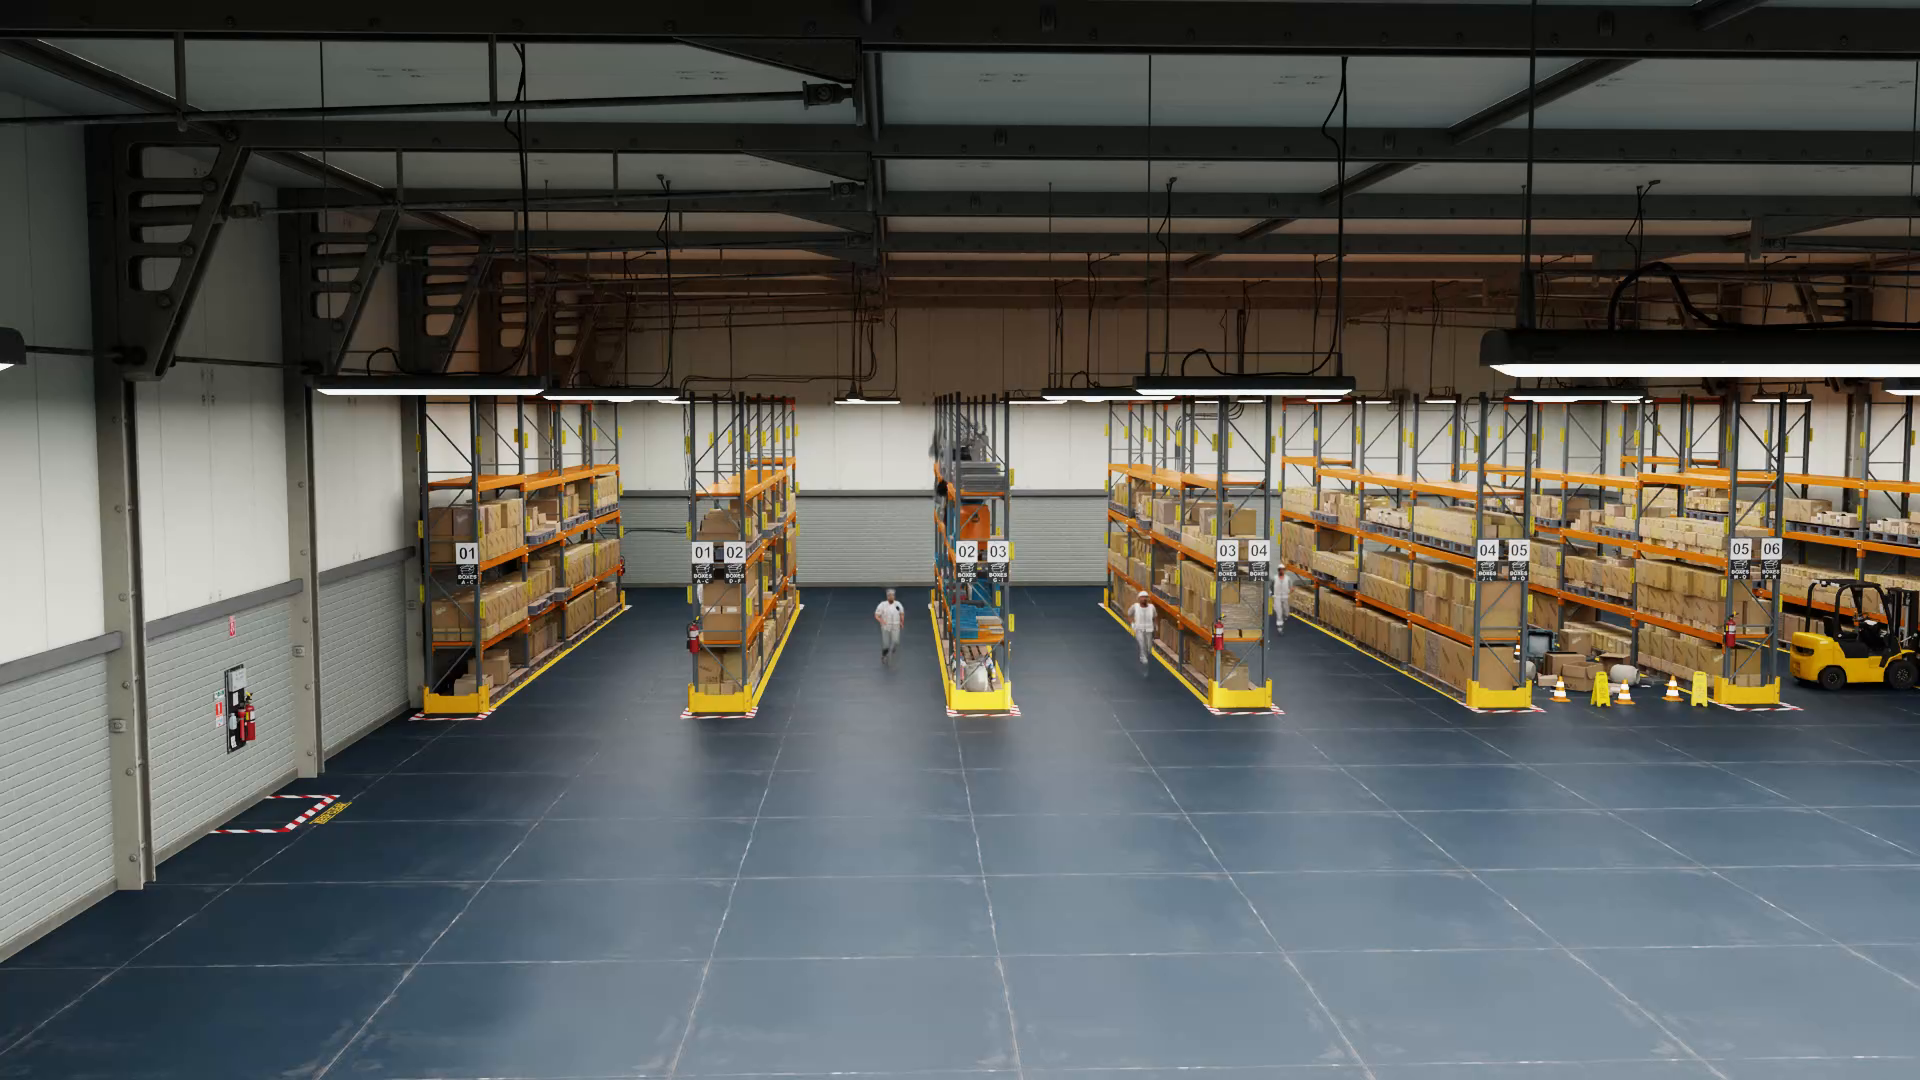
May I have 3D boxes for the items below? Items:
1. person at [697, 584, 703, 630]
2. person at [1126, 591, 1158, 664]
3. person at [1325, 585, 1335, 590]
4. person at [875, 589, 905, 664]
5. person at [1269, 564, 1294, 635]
[{"bbox_3d":[-6.303,1.582,41.414,0.614,1.648,0.571,0,5,-6],"label":"person"},{"bbox_3d":[3.912,1.889,35.557,0.680,1.608,0.869,0,5,-5],"label":"person"},{"bbox_3d":[10.996,0.879,49.595,0.715,1.762,0.660,-1,5,-16],"label":"person"},{"bbox_3d":[-1.499,1.888,36.085,0.664,1.683,0.760,-1,5,-13],"label":"person"},{"bbox_3d":[8.084,1.491,41.915,0.668,1.758,0.850,0,5,2],"label":"person"}]
